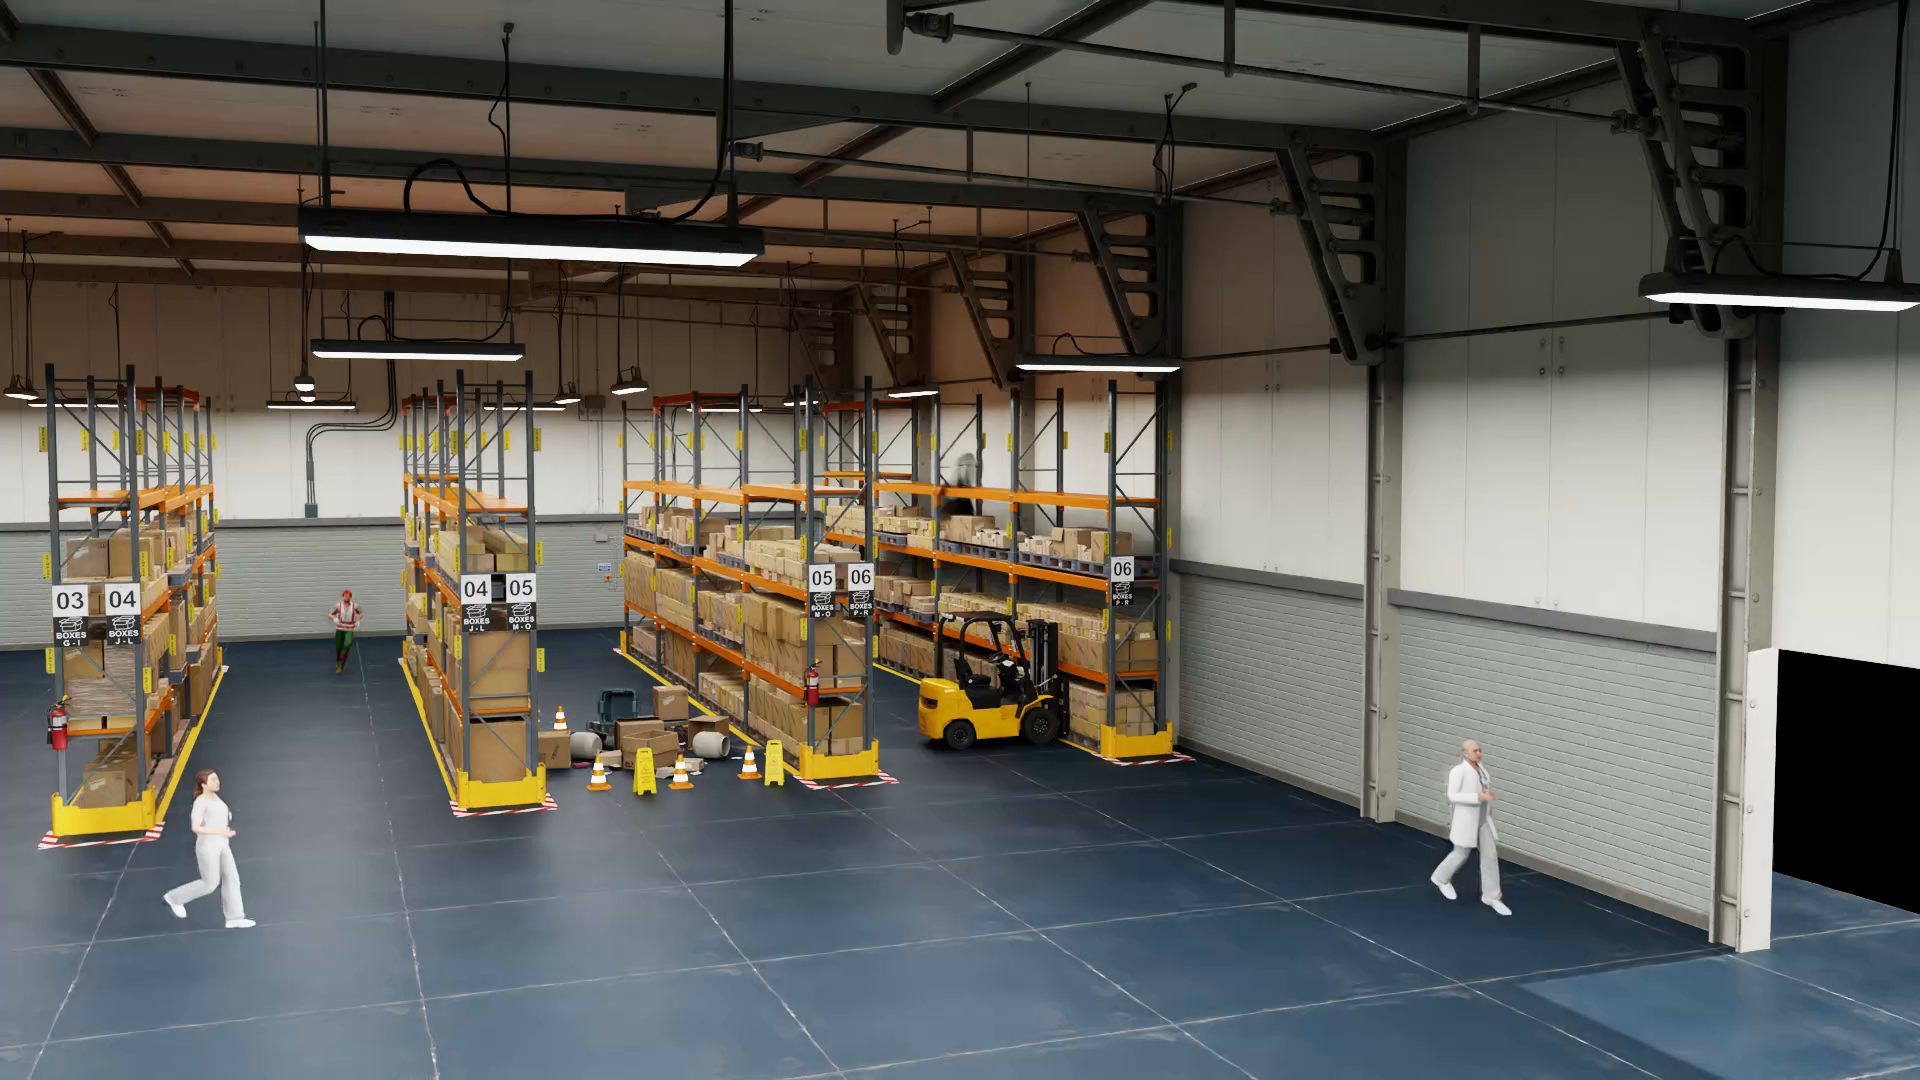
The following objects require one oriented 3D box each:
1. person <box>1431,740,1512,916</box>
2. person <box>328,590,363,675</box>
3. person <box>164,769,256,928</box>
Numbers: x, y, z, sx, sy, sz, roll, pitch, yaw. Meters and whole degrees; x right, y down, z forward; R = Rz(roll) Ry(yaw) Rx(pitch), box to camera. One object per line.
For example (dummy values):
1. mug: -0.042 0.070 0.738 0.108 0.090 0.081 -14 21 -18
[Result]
1. person: 5.478 3.045 17.853 0.701 1.808 0.986 -2 4 -30
2. person: -13.421 1.983 36.301 0.687 1.804 0.836 -1 3 -14
3. person: -7.692 3.165 17.070 0.924 1.645 0.570 0 3 3
